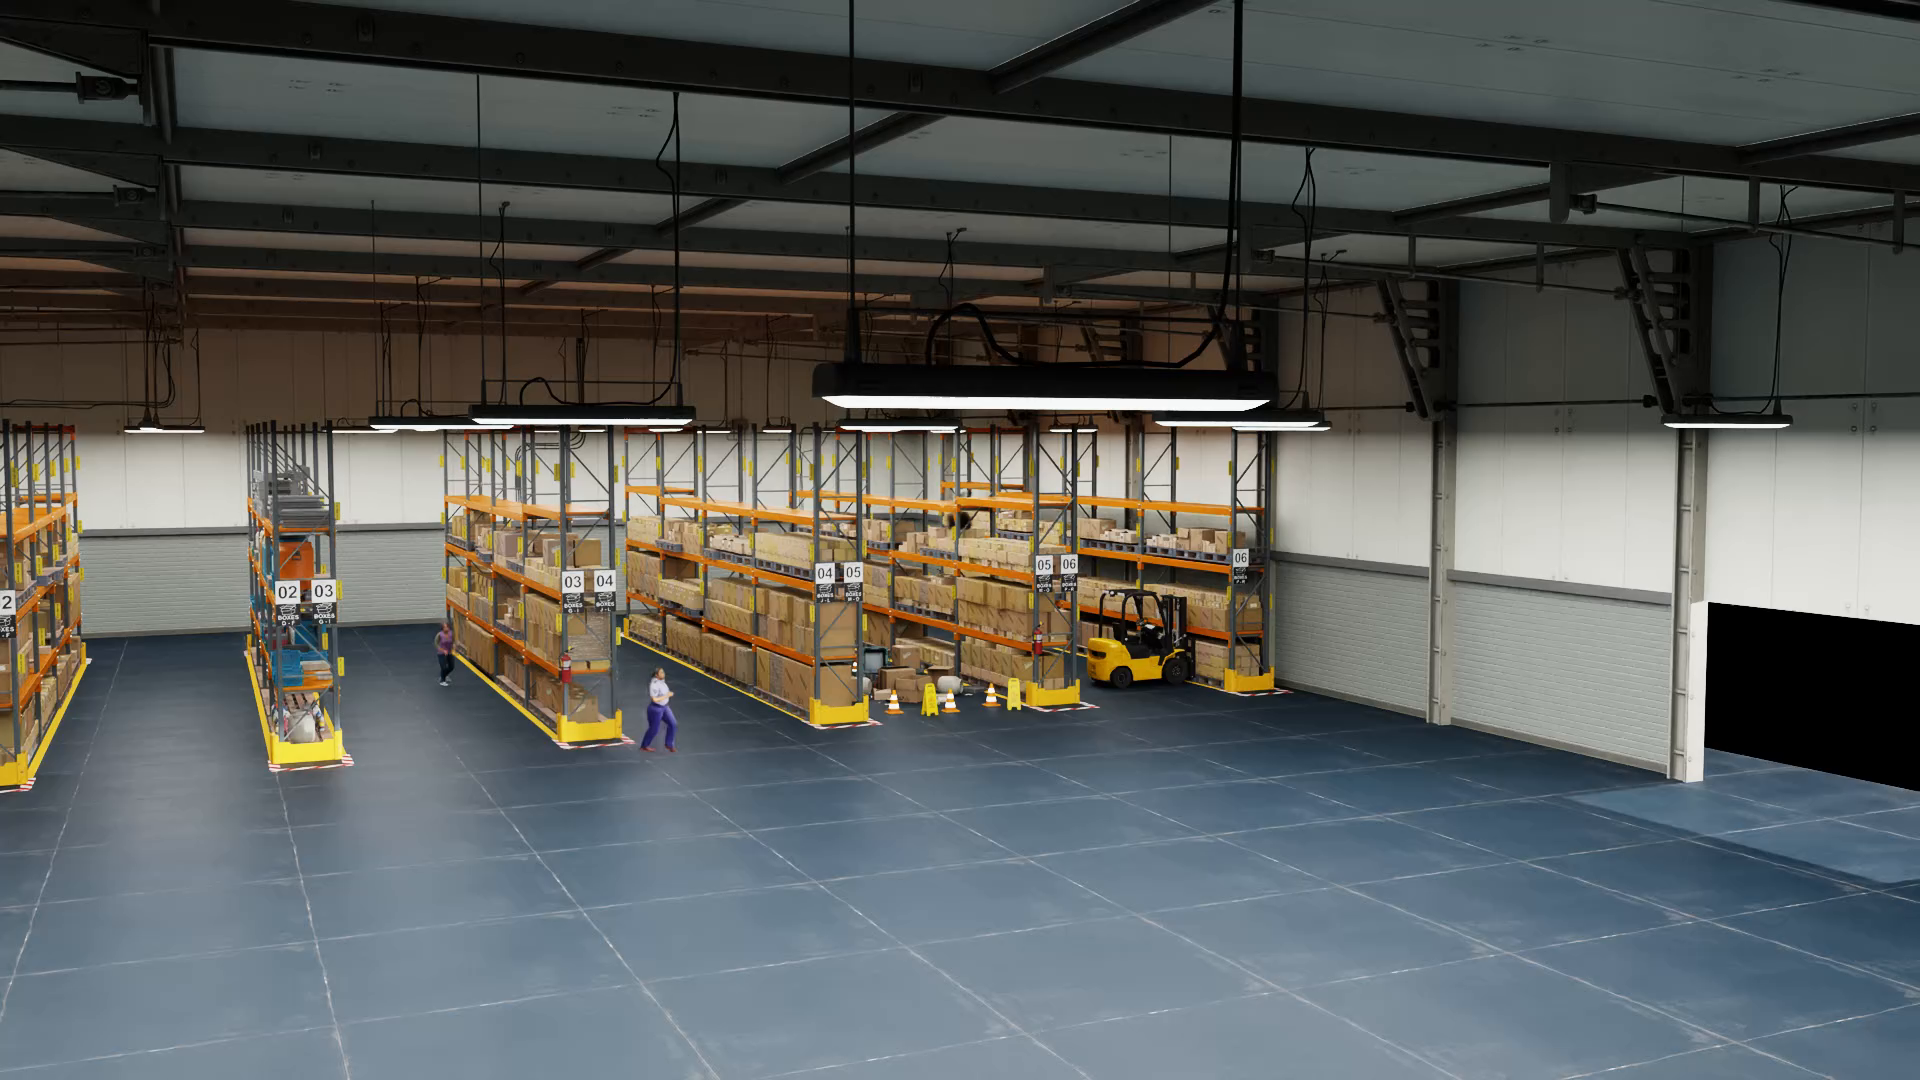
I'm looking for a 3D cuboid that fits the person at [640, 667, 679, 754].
[{"bbox_3d":[-5.432,3.072,29.725,0.713,1.645,0.702,1,4,13],"label":"person"}]

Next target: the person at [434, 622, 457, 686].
[{"bbox_3d":[-11.781,2.605,38.038,0.511,1.494,0.680,-3,4,-36],"label":"person"}]
